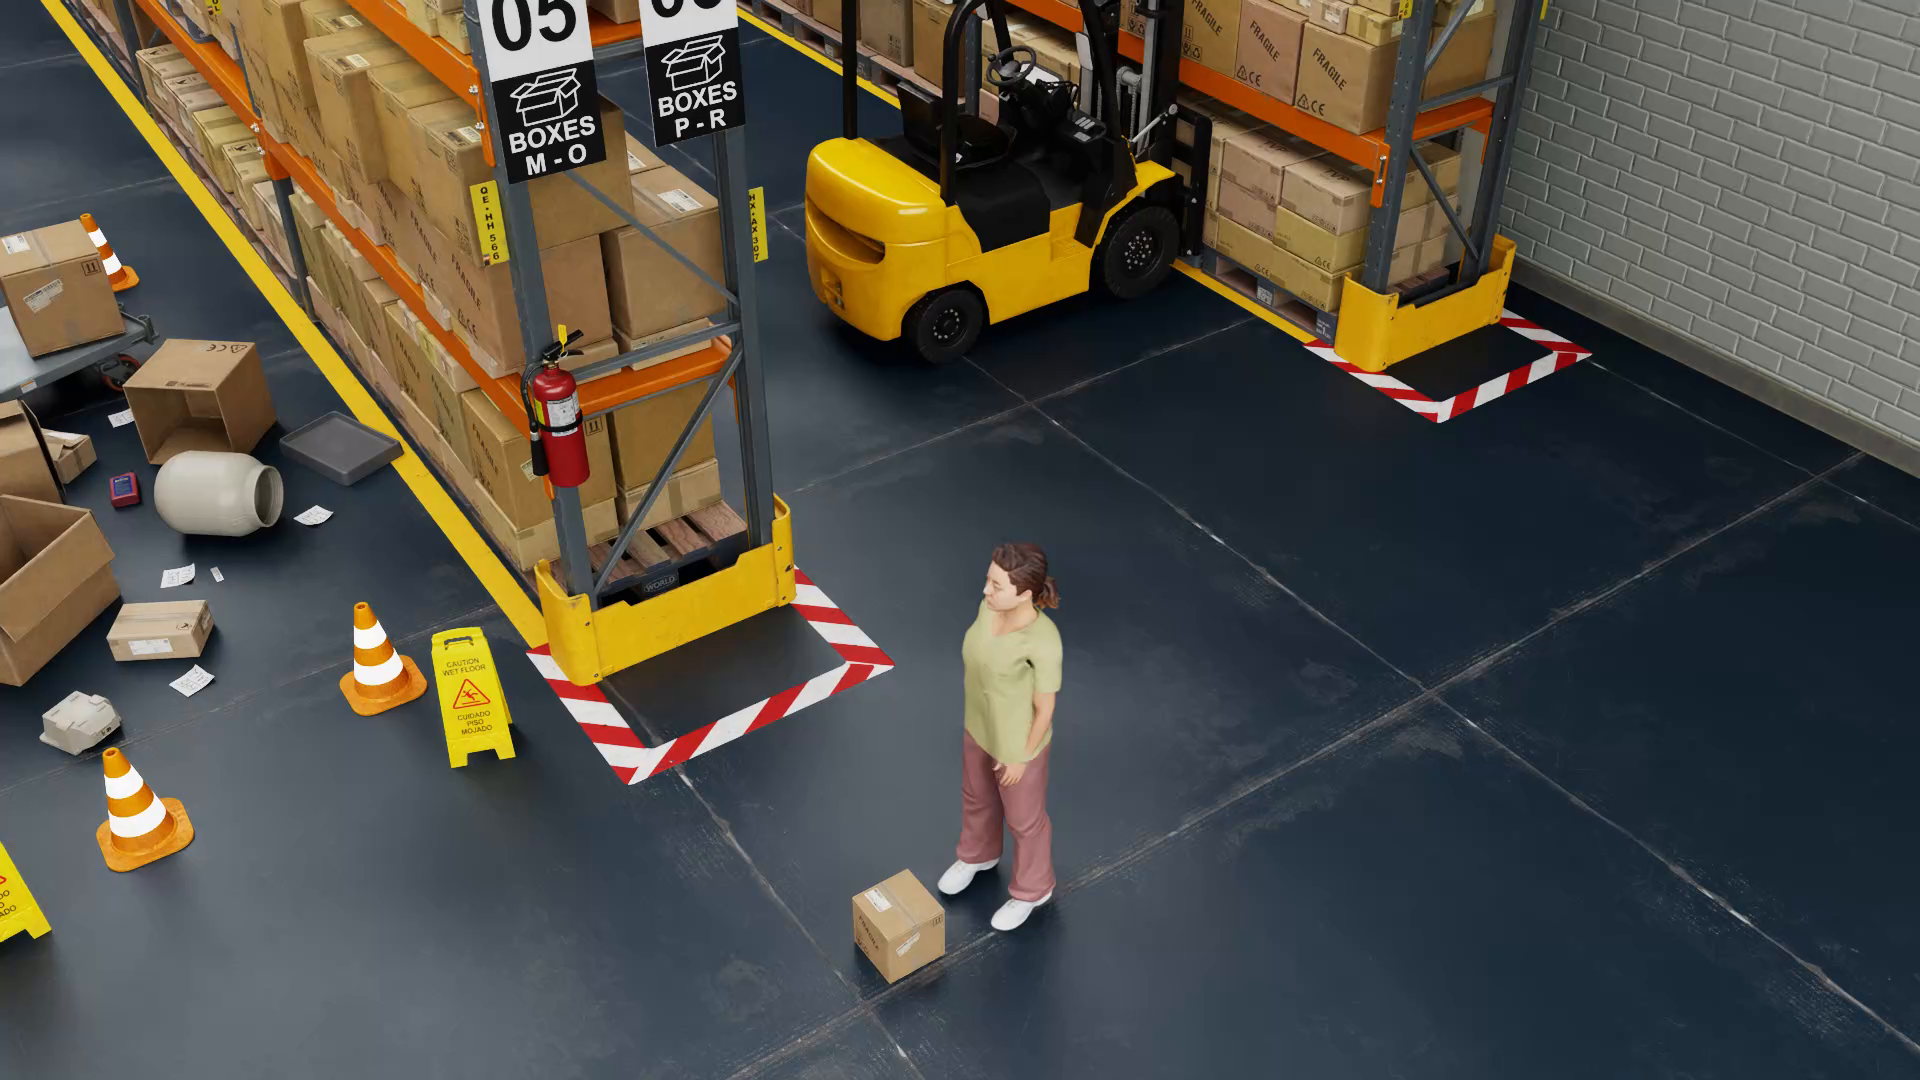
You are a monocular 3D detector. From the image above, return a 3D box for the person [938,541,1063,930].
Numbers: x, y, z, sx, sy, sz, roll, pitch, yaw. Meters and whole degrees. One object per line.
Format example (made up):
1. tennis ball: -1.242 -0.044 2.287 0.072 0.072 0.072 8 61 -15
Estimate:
1. person: 0.158 0.709 6.030 0.409 1.673 0.444 -22 42 -27
